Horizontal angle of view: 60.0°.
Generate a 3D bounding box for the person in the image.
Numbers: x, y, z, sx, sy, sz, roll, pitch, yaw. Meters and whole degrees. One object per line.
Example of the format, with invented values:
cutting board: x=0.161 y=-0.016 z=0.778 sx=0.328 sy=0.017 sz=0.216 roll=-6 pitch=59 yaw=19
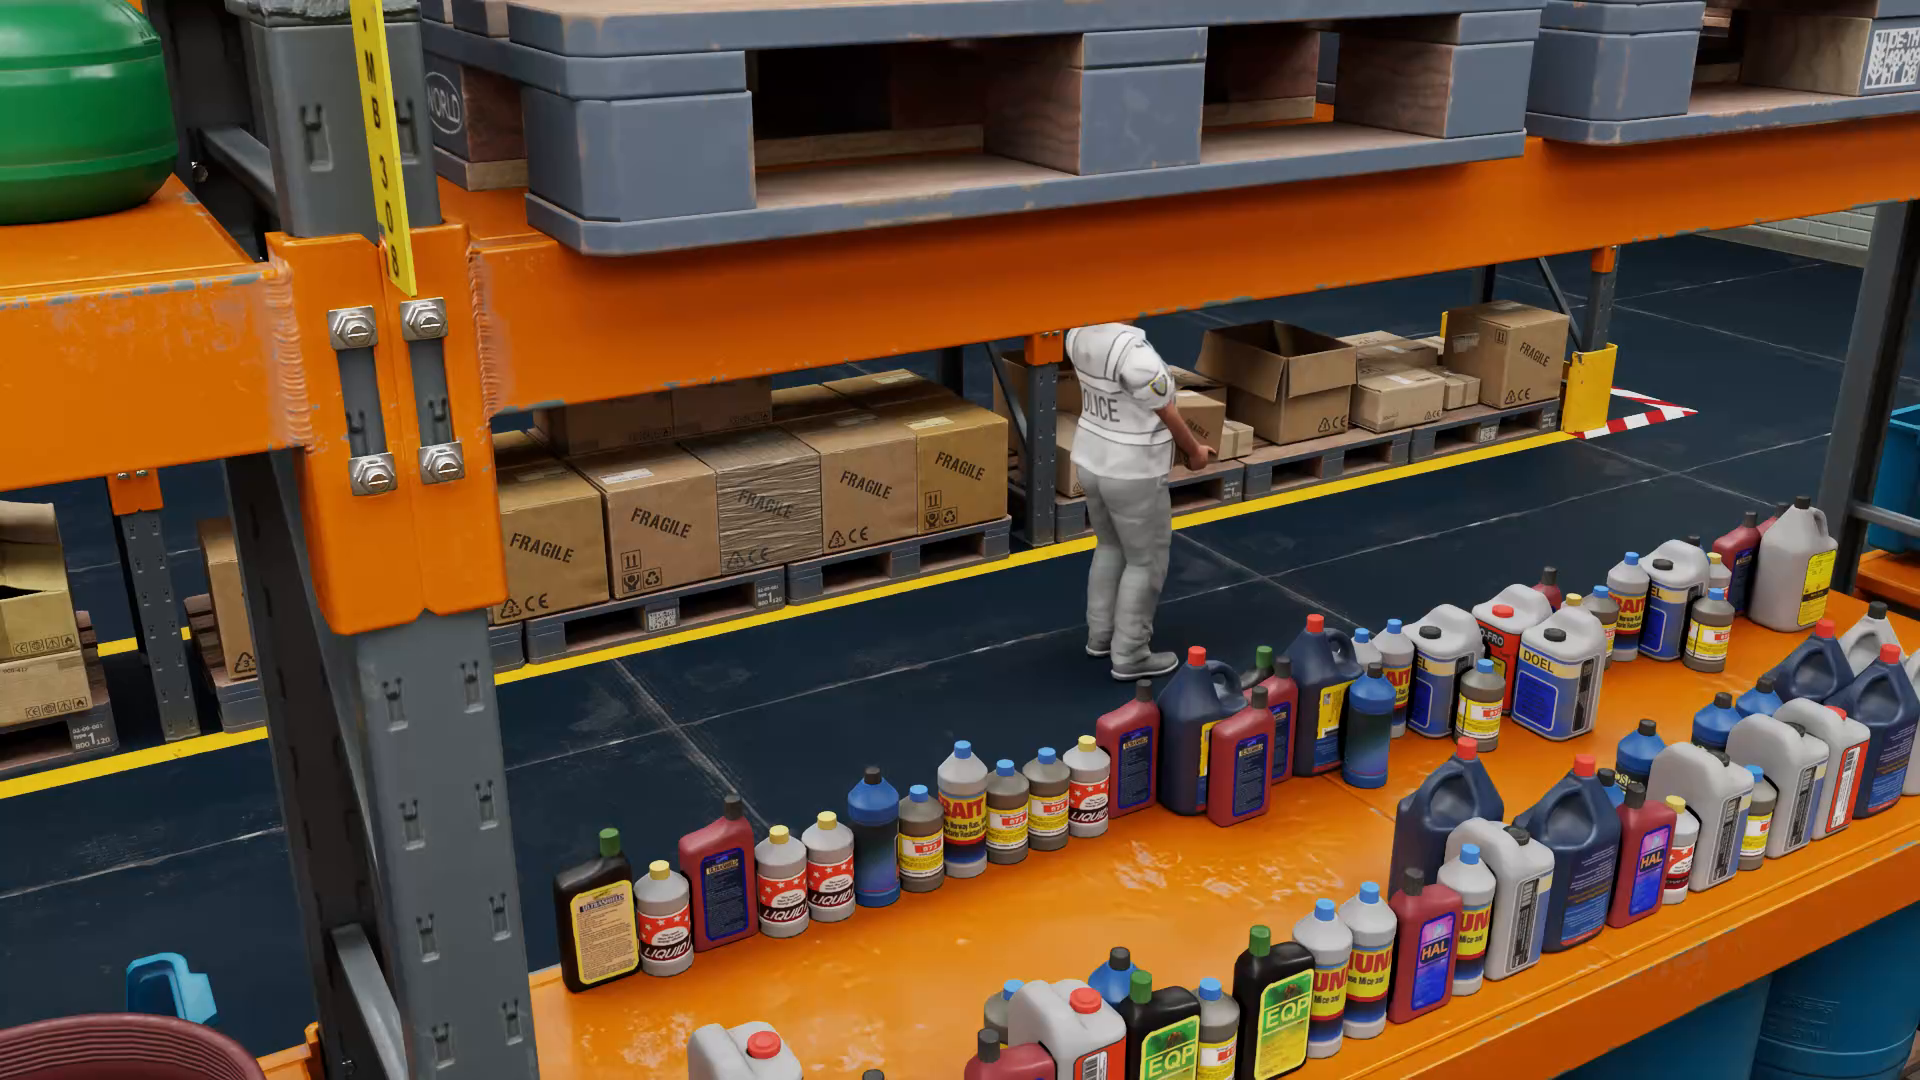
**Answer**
person: x=0.741 y=-0.316 z=6.856 sx=0.565 sy=1.767 sz=0.494 roll=-12 pitch=24 yaw=-27
